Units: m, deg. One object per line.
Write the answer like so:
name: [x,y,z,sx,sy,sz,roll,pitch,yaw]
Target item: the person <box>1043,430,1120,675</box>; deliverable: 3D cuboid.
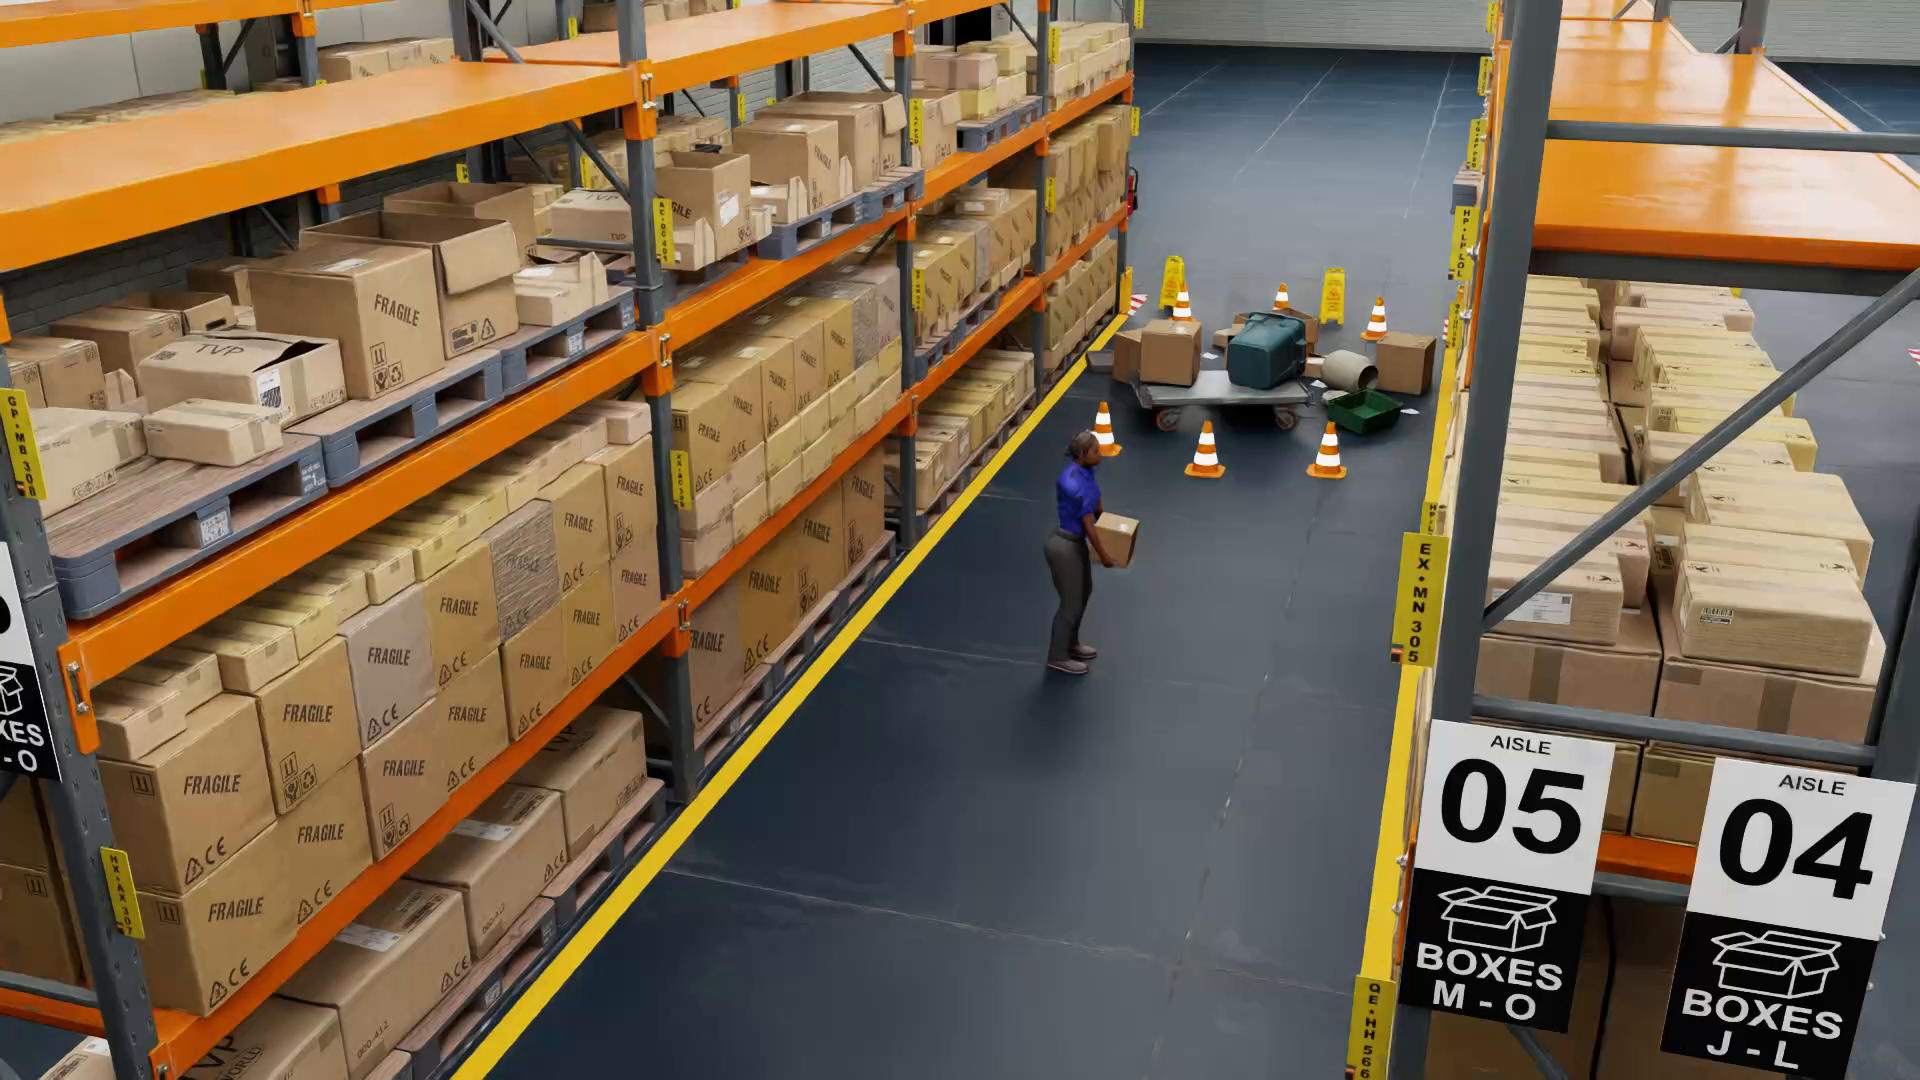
person: [0.824,0.073,10.938,0.522,1.652,0.393,6,23,15]
